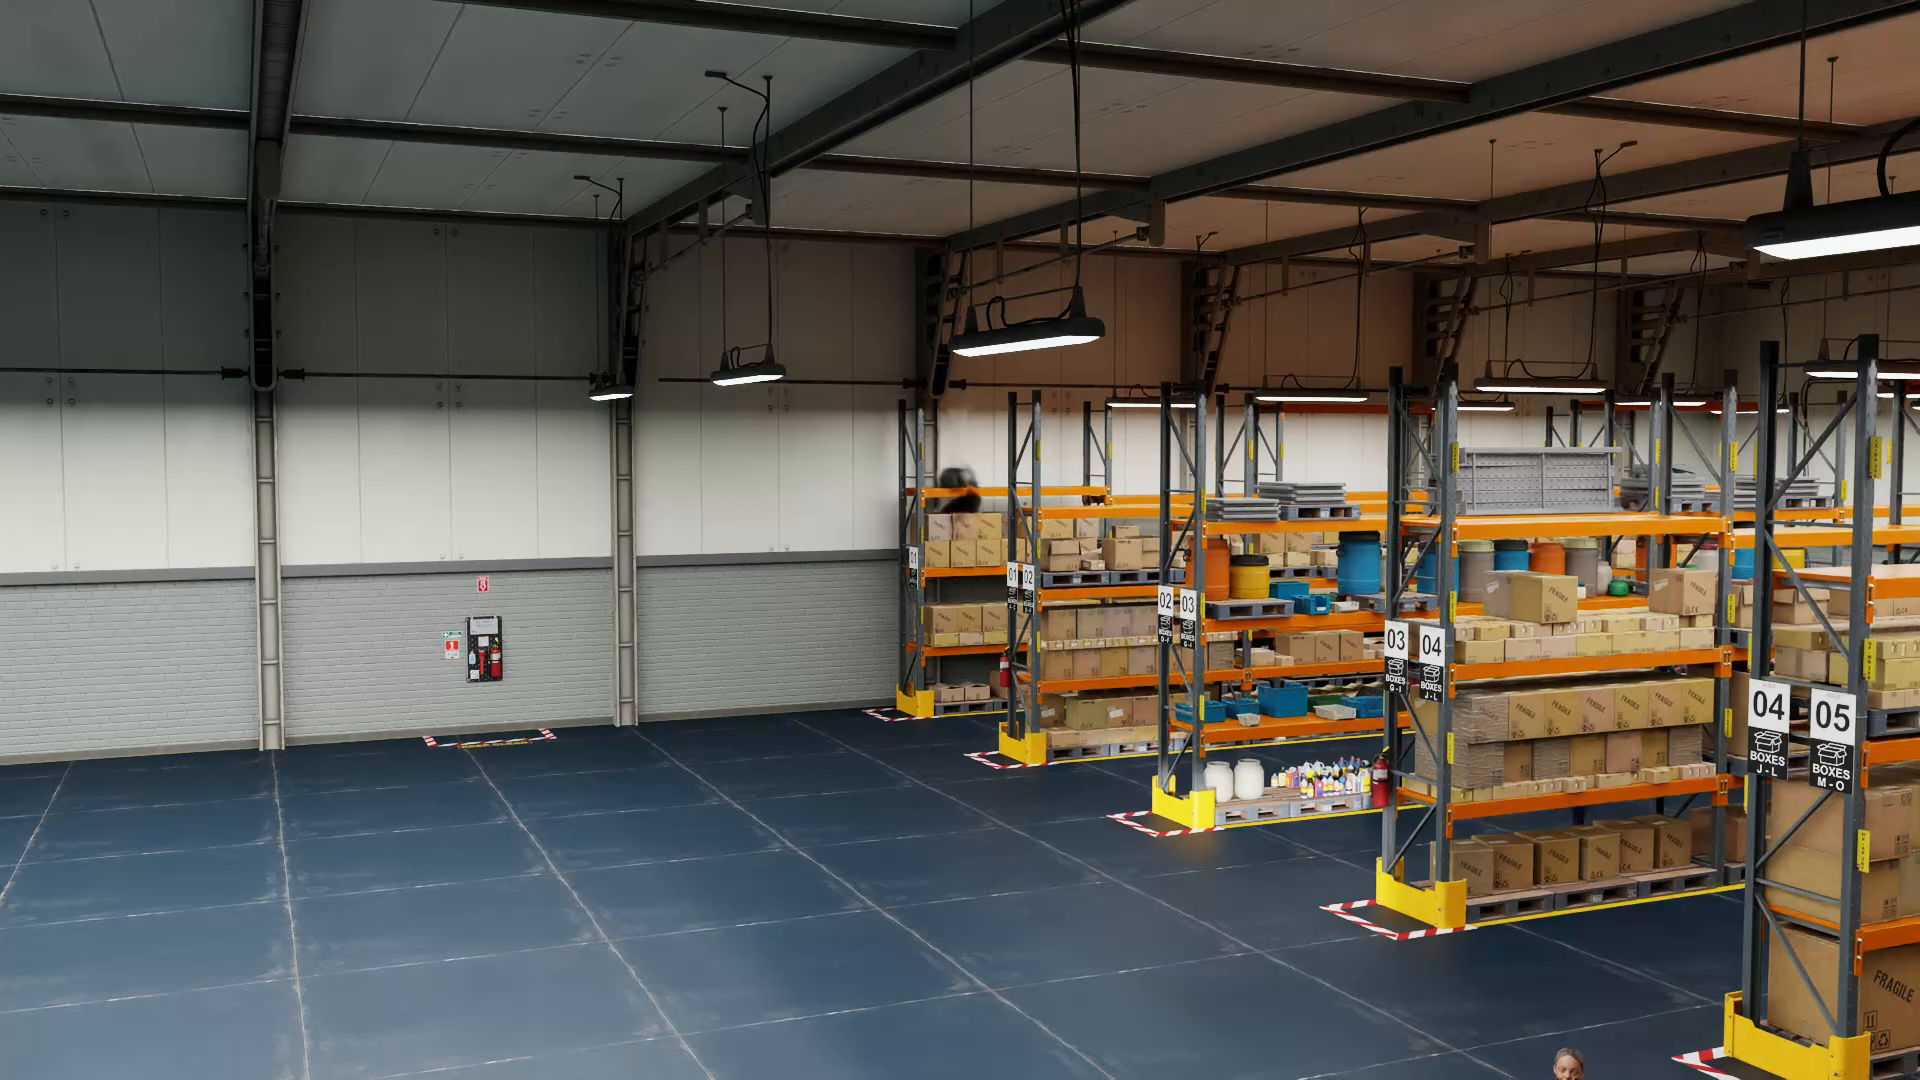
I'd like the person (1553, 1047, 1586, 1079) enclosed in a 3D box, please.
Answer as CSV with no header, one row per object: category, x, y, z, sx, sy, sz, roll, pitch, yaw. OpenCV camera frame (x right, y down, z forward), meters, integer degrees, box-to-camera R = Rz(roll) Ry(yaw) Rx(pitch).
person,3.597,3.787,9.877,0.600,1.637,0.760,1,4,21

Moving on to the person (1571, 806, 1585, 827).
person,8.258,3.078,22.178,0.550,1.606,0.616,-2,4,-29
